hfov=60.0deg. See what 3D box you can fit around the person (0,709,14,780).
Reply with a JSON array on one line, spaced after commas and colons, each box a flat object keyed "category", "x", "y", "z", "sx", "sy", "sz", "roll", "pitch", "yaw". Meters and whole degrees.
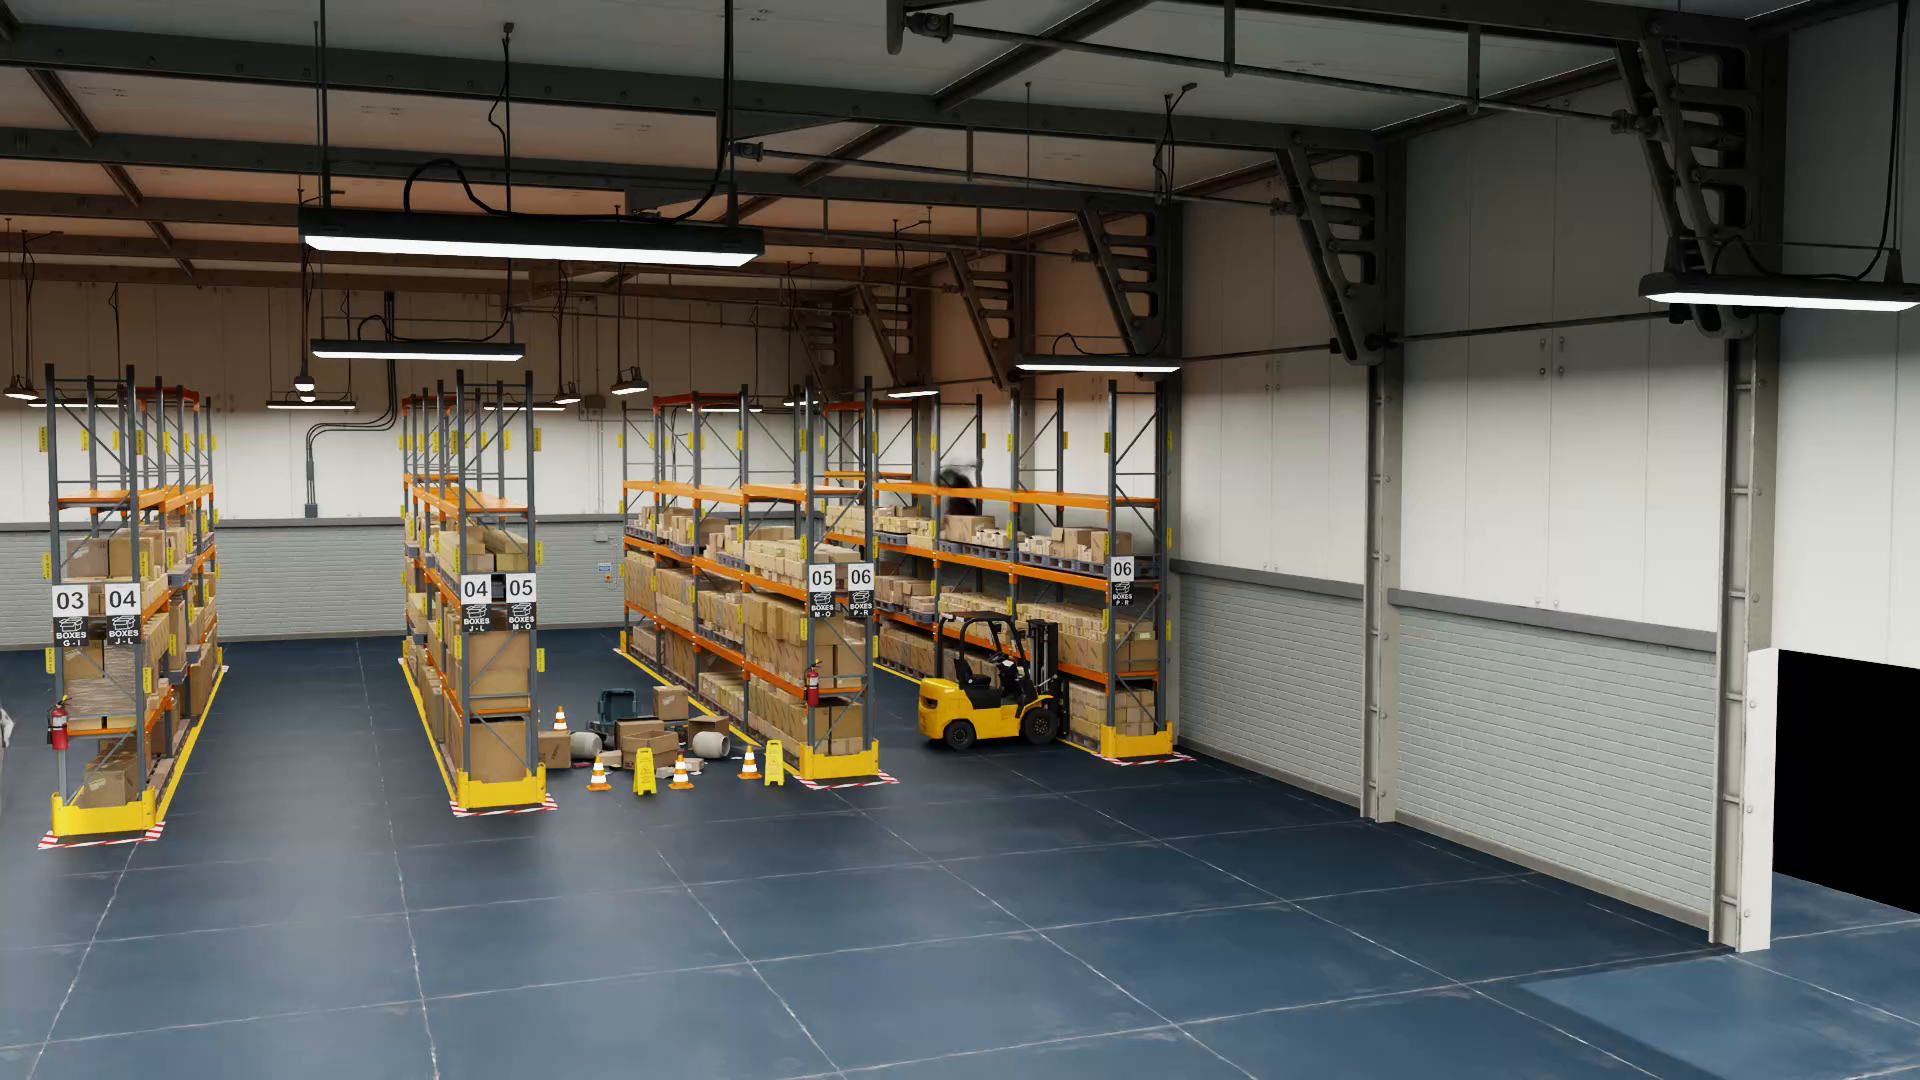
[{"category": "person", "x": -13.103, "y": 2.843, "z": 22.439, "sx": 0.618, "sy": 1.693, "sz": 0.896, "roll": -2, "pitch": 4, "yaw": -33}]
